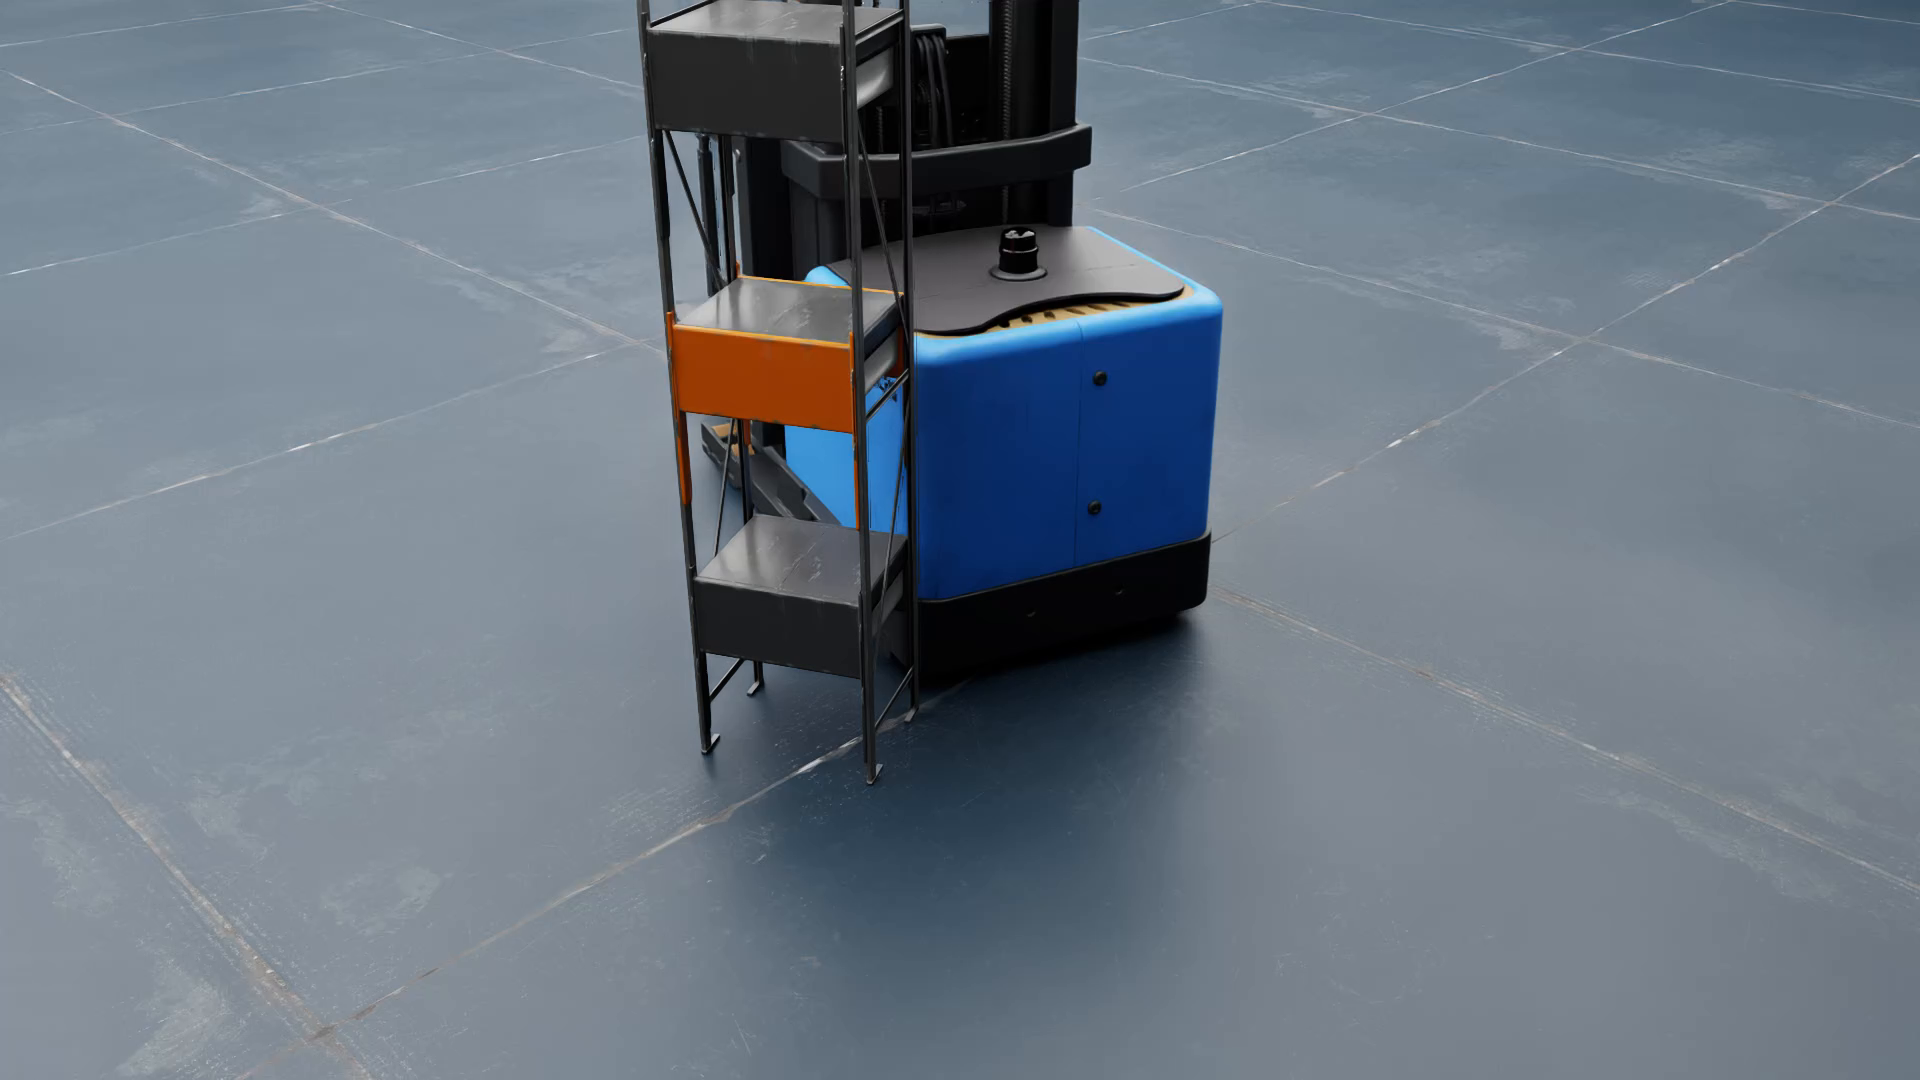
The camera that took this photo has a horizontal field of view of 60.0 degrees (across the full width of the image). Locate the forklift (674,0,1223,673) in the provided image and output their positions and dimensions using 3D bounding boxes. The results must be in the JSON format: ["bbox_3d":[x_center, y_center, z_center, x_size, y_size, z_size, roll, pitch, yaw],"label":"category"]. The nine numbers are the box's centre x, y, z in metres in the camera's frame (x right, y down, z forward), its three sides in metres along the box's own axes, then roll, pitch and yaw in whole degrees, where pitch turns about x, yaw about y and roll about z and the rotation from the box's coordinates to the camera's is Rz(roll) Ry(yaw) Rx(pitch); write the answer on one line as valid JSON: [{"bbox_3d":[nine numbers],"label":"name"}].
[{"bbox_3d":[-0.318,-1.568,5.582,1.130,2.935,3.031,-13,30,-23],"label":"forklift"}]

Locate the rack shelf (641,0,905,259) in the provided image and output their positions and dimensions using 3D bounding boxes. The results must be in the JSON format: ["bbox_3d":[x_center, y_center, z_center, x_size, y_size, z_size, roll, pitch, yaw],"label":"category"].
[{"bbox_3d":[-0.418,-0.996,3.913,0.480,0.518,0.431,8,29,15],"label":"rack shelf"}]

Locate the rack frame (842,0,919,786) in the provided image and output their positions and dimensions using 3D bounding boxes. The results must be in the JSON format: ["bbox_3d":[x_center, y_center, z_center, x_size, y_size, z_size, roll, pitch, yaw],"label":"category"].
[{"bbox_3d":[-0.185,-0.355,4.168,0.015,2.100,0.400,8,29,15],"label":"rack frame"}]

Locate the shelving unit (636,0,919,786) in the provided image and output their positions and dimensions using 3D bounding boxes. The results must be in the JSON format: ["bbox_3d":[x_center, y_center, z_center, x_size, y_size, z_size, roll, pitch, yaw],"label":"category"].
[{"bbox_3d":[-0.418,-0.388,4.233,0.503,2.100,0.431,8,29,15],"label":"shelving unit"}]

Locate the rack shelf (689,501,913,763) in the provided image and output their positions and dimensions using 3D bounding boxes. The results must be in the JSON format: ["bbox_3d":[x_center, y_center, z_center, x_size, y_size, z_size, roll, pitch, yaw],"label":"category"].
[{"bbox_3d":[-0.418,0.243,4.565,0.480,0.518,0.431,8,29,15],"label":"rack shelf"}]

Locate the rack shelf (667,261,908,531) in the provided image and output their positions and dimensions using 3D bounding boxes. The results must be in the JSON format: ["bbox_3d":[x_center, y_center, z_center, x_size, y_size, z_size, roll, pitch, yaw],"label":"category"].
[{"bbox_3d":[-0.418,-0.376,4.239,0.480,0.518,0.431,8,29,15],"label":"rack shelf"}]

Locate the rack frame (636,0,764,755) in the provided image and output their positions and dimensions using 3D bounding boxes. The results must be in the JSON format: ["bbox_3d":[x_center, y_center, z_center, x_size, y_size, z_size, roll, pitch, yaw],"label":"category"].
[{"bbox_3d":[-0.651,-0.422,4.297,0.015,2.100,0.400,8,29,15],"label":"rack frame"}]
